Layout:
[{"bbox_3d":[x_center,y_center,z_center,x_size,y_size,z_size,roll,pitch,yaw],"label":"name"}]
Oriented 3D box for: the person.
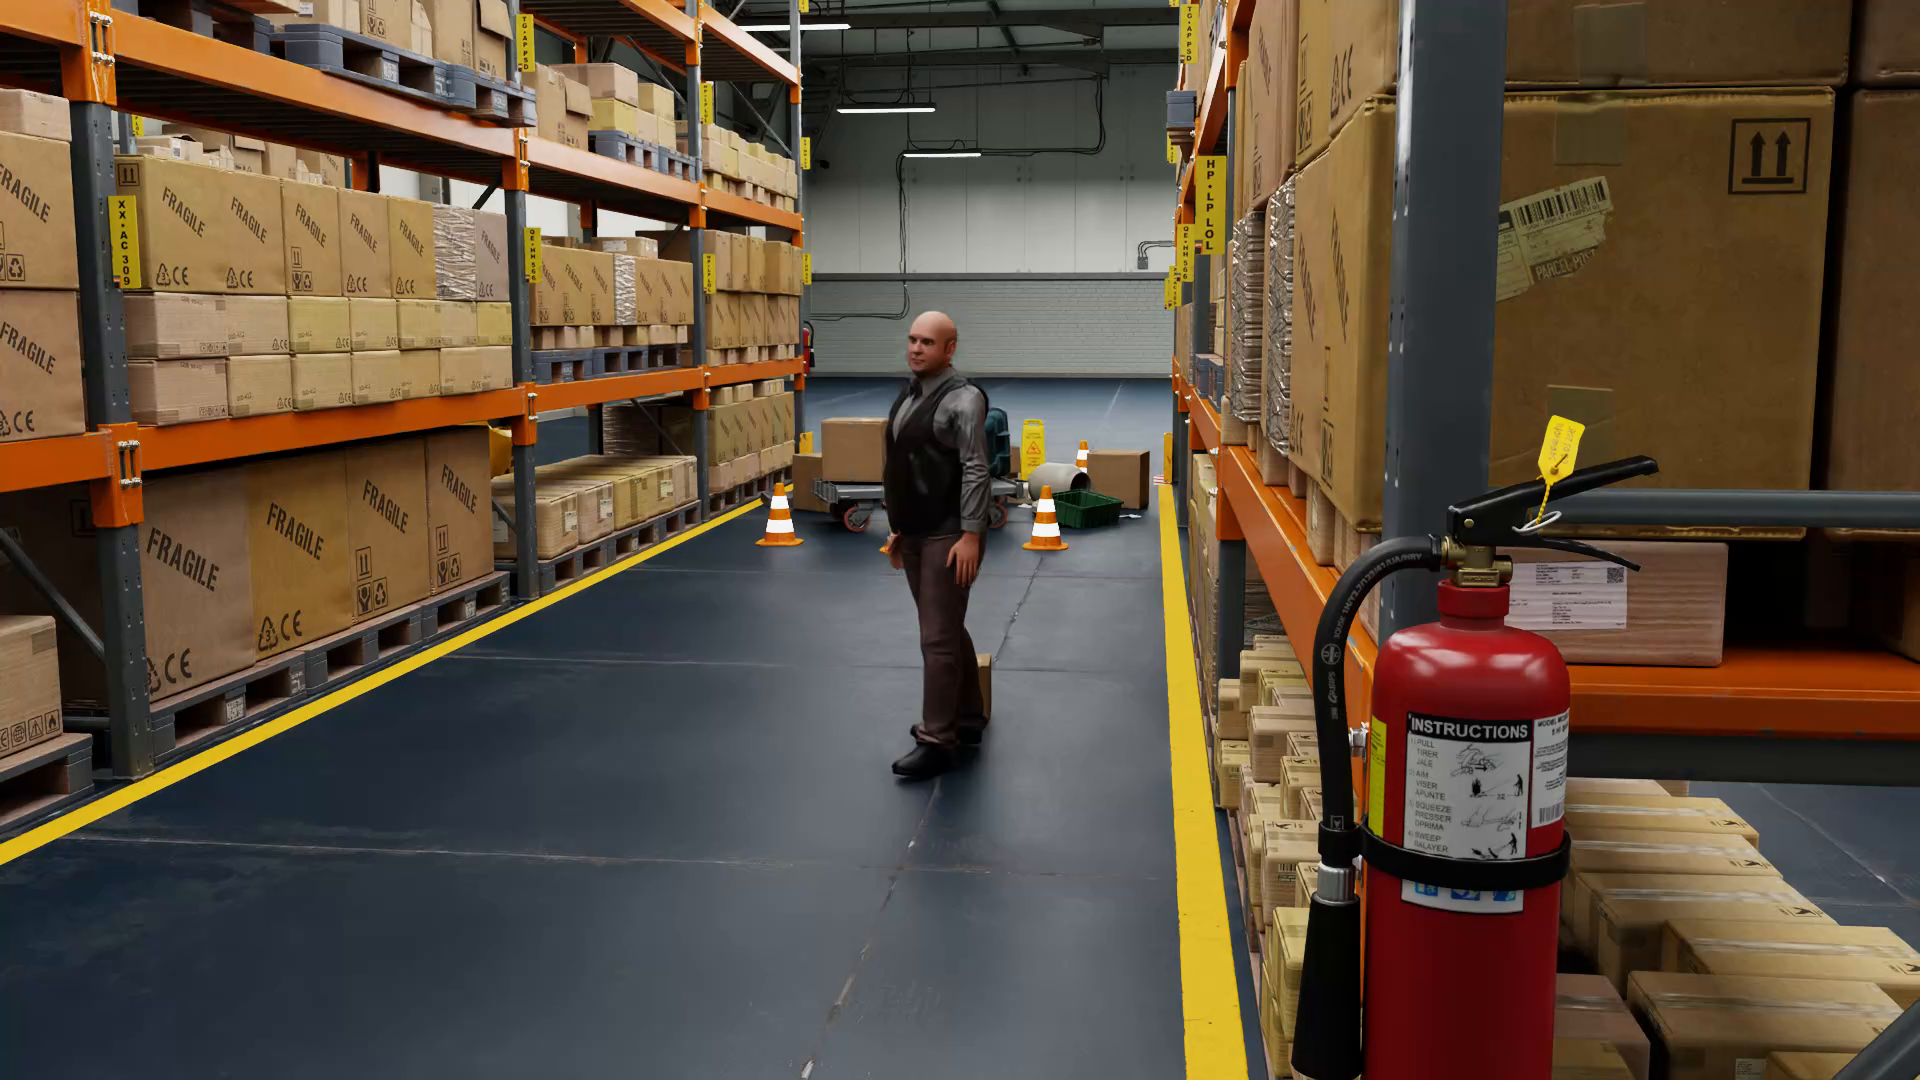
[{"bbox_3d":[-0.103,-0.004,6.351,0.546,1.725,0.566,-4,8,-27],"label":"person"}]
